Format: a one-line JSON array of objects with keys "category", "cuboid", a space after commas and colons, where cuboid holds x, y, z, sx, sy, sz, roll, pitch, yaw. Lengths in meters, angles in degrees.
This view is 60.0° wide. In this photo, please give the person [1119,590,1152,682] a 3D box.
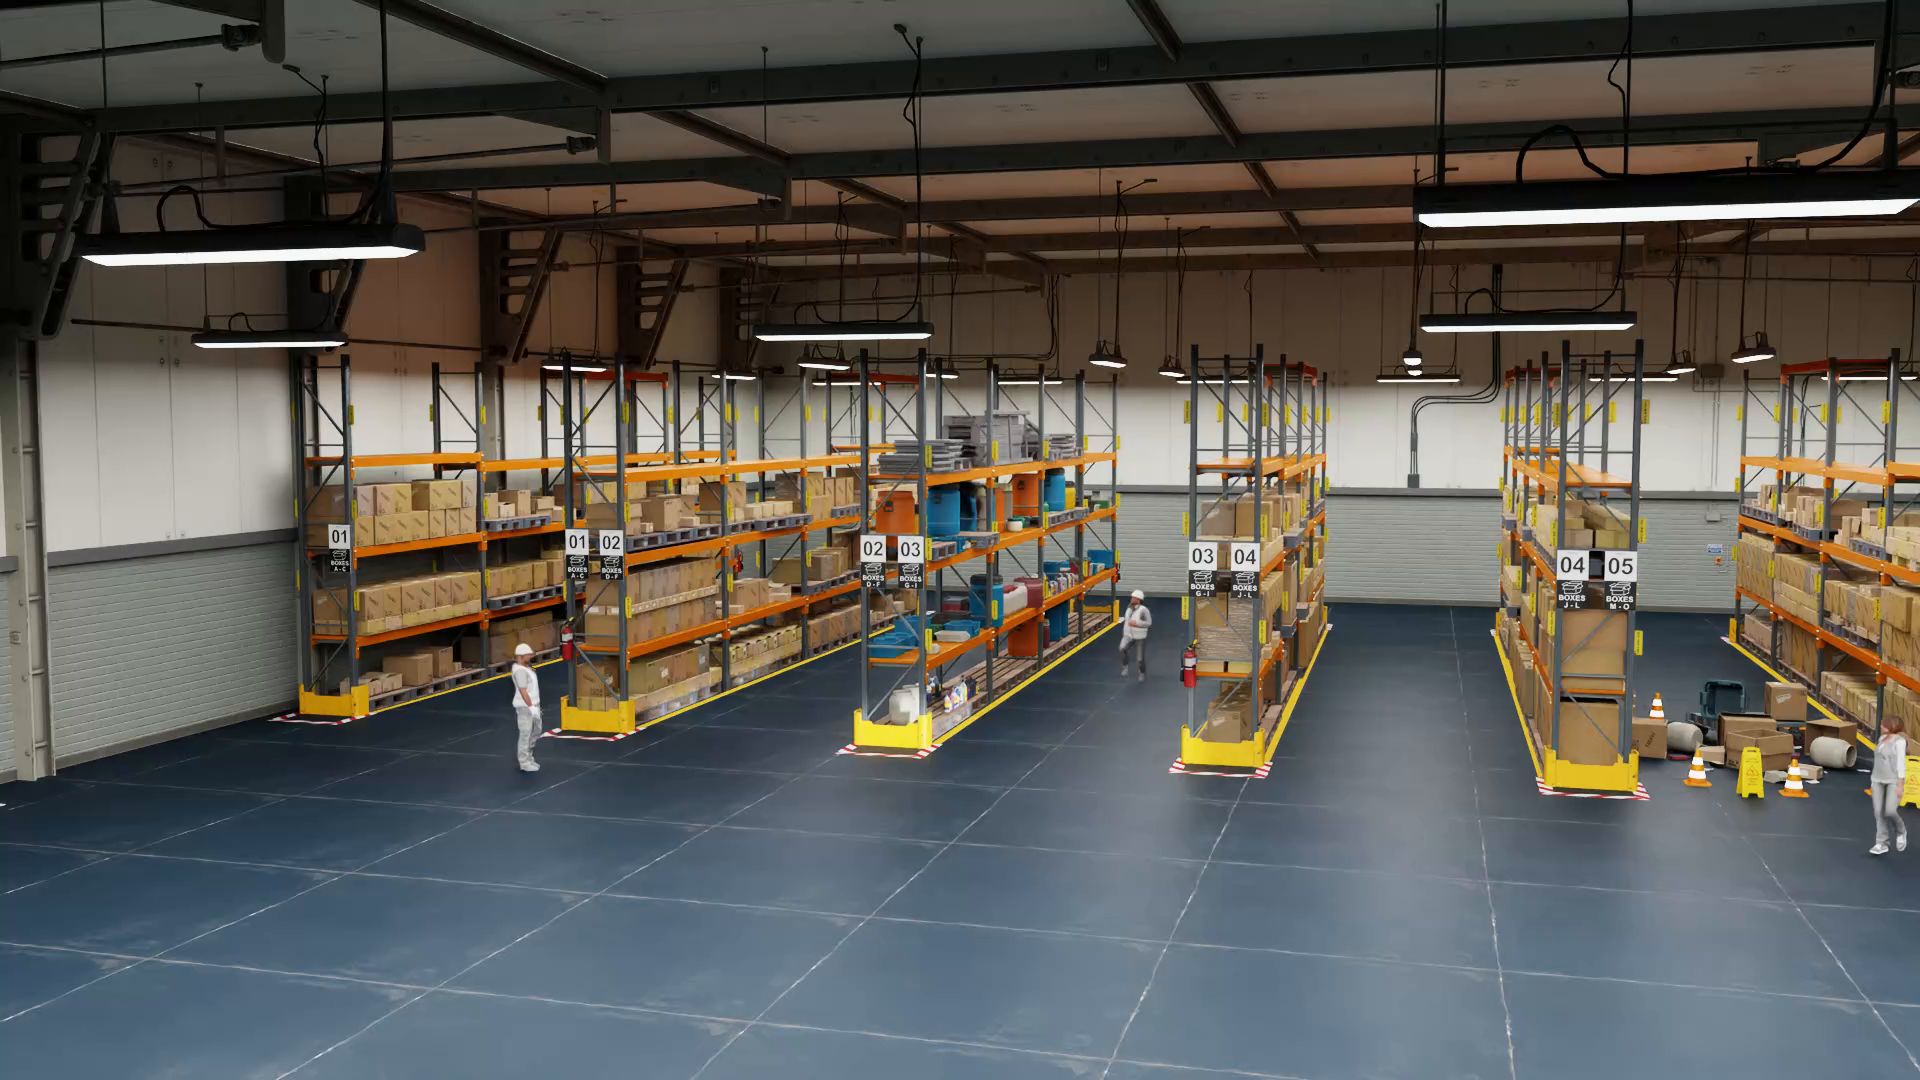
[{"category": "person", "cuboid": [3.285, 1.787, 30.671, 0.560, 1.737, 0.890, 2, 5, 19]}]

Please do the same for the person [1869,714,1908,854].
[{"category": "person", "cuboid": [10.563, 2.772, 18.877, 0.440, 1.602, 0.397, -3, 5, -31]}]

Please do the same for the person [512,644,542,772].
[{"category": "person", "cuboid": [-6.097, 2.369, 23.501, 0.539, 1.825, 0.655, 1, 4, 7]}]
